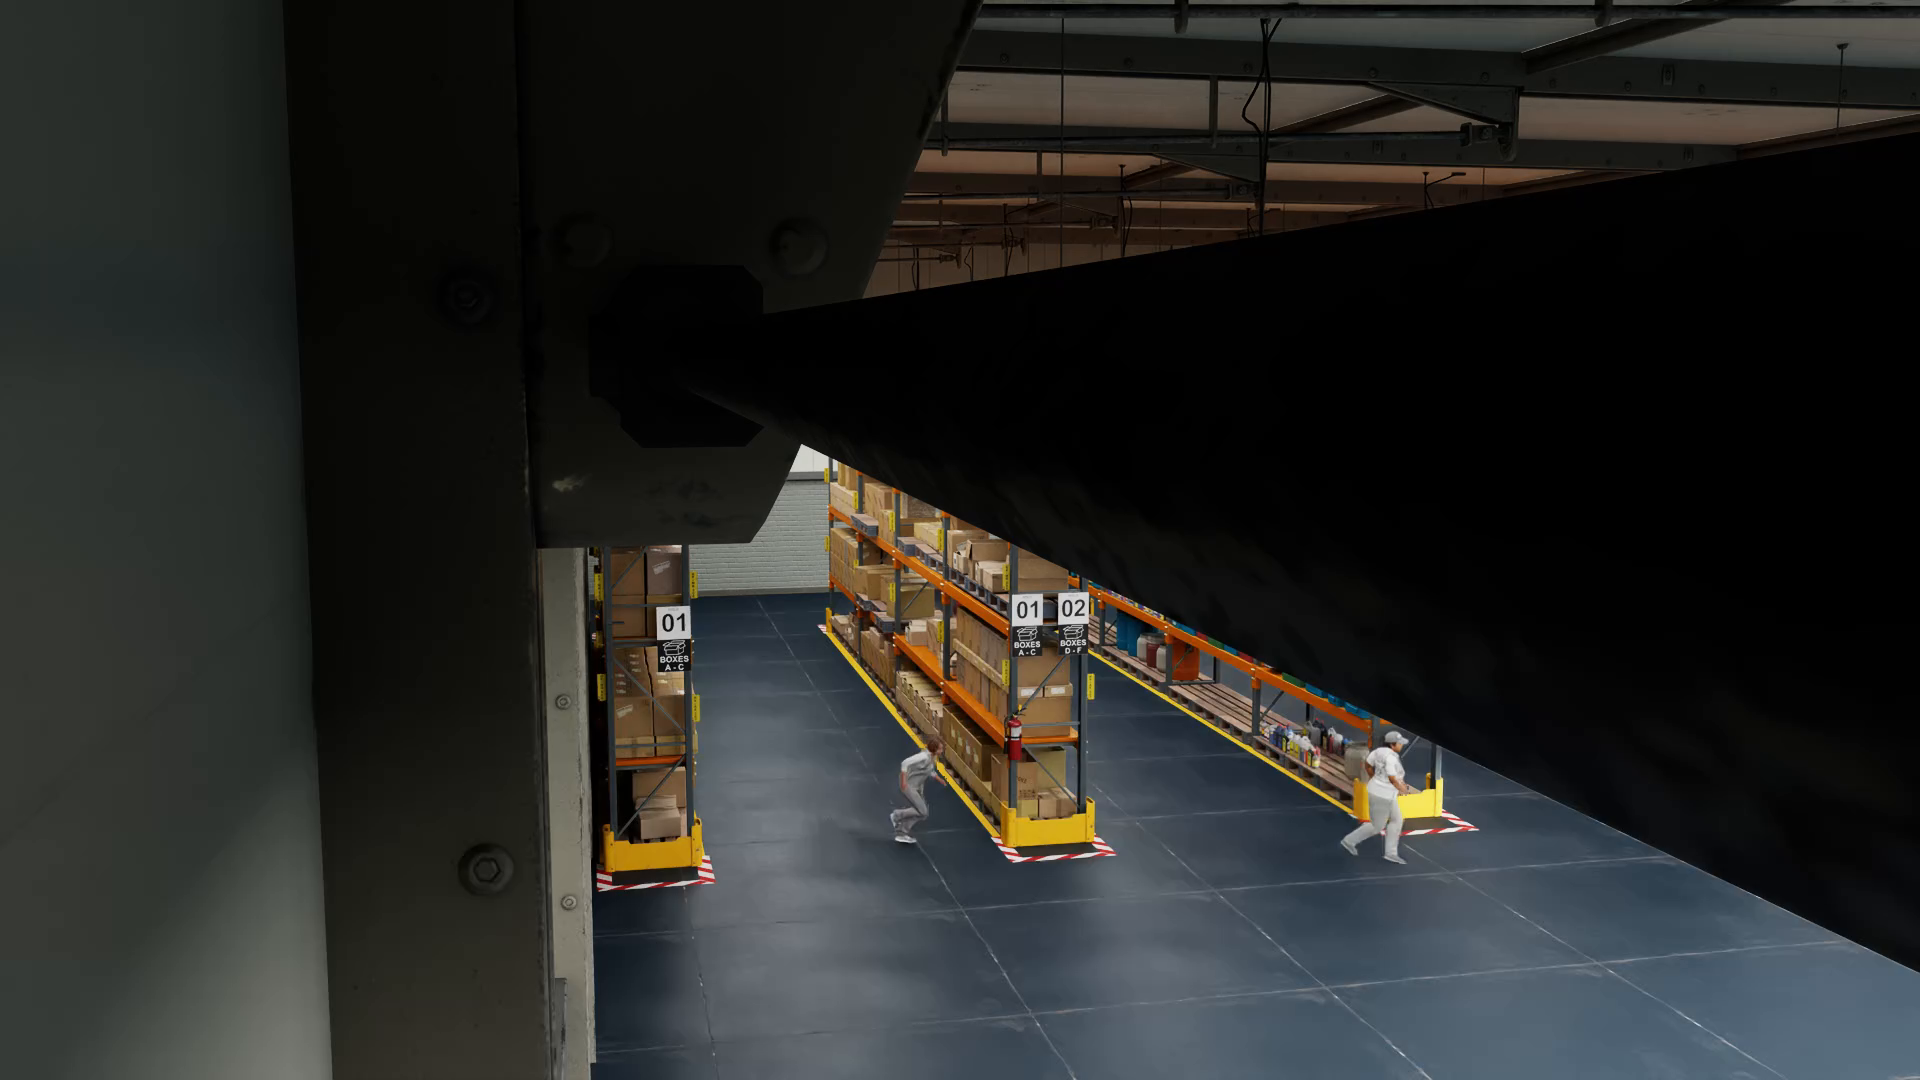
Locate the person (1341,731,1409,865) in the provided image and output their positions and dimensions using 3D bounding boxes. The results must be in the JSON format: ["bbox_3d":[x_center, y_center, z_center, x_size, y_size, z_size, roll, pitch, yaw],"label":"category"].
[{"bbox_3d":[5.050,3.133,20.219,0.790,1.648,0.574,1,7,8],"label":"person"}]

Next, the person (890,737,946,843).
[{"bbox_3d":[-0.548,3.160,20.927,0.755,1.418,0.559,3,7,24],"label":"person"}]
